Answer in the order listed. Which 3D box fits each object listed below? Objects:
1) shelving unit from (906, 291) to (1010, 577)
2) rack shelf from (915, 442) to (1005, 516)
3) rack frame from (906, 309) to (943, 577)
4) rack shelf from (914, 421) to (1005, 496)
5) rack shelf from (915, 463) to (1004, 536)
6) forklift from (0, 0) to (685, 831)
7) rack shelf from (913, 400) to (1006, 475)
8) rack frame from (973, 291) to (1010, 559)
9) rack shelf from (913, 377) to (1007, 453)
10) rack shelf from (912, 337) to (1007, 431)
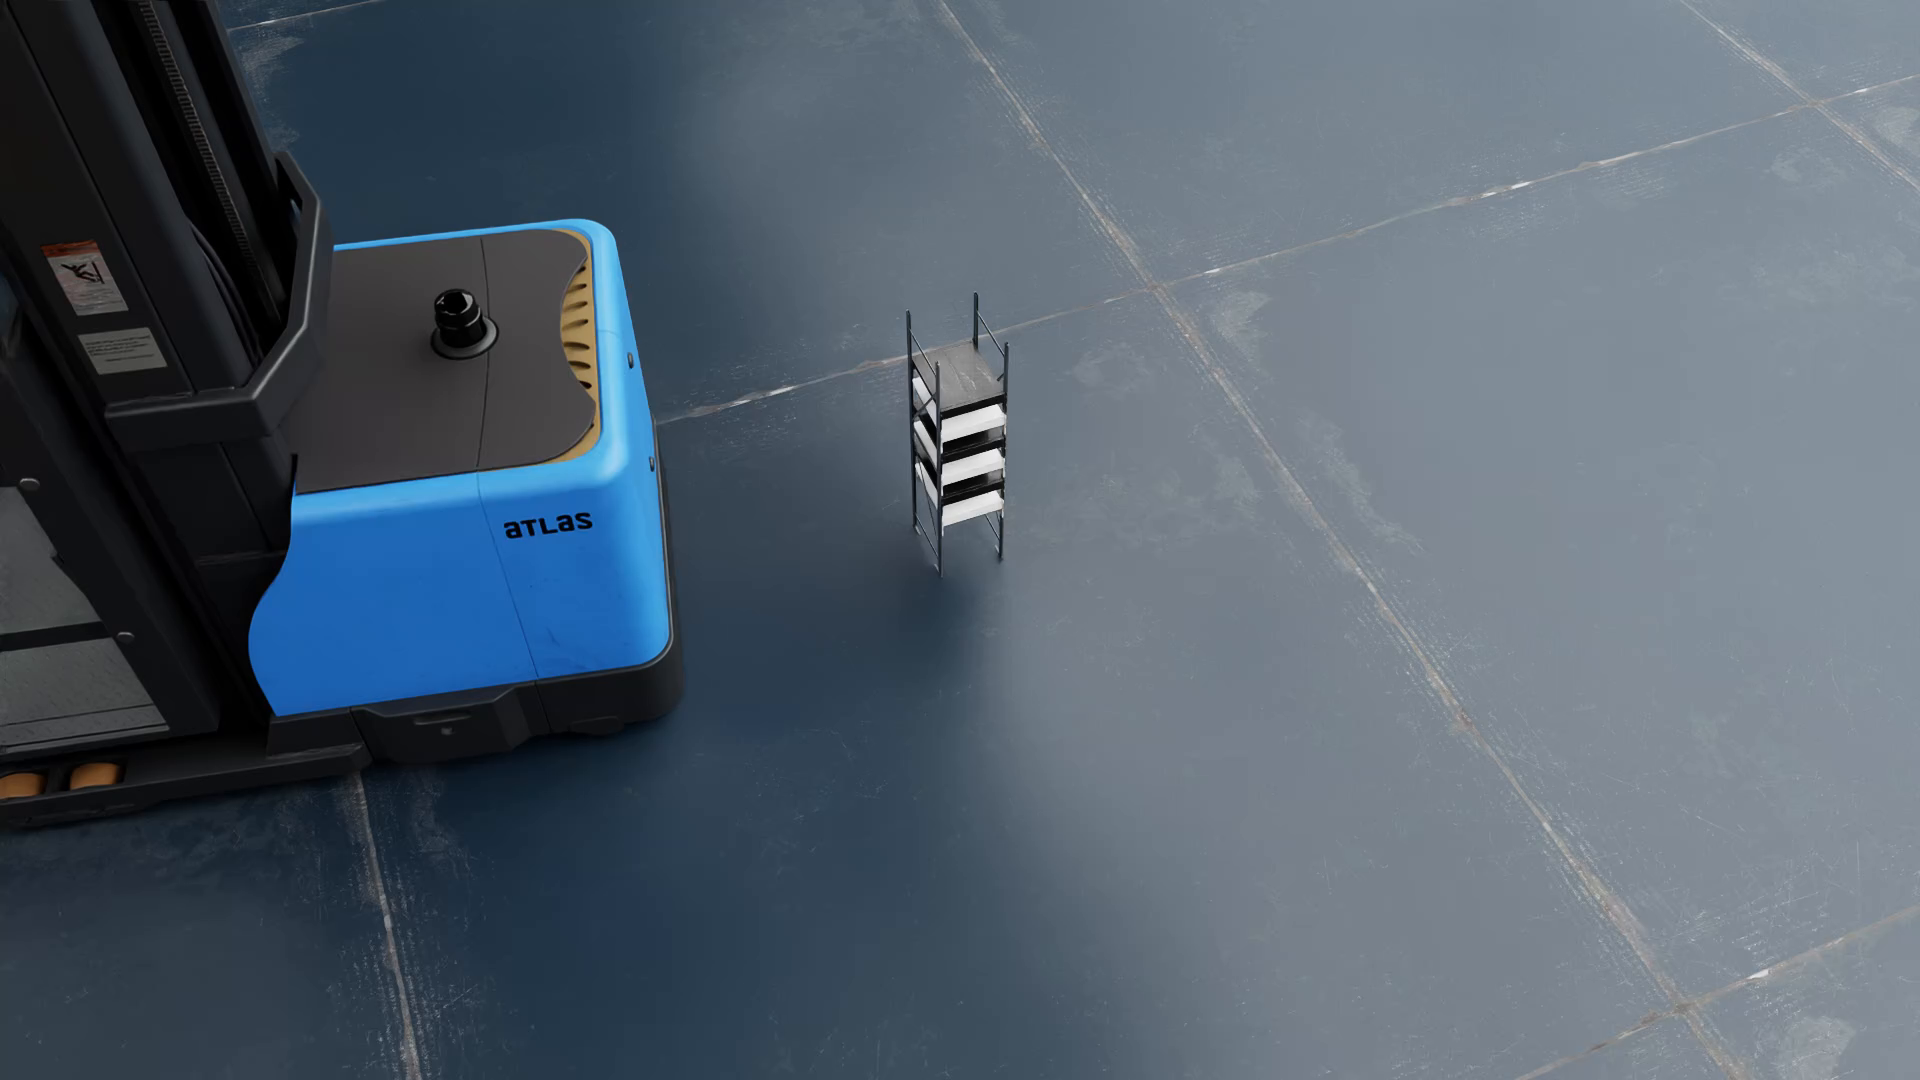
[{"bbox_3d":[-0.008,-0.291,4.907,0.210,0.900,0.258,-17,52,-14],"label":"shelving unit"},{"bbox_3d":[-0.008,-0.211,5.000,0.200,0.077,0.258,-17,52,-14],"label":"rack shelf"},{"bbox_3d":[-0.102,-0.262,4.882,0.006,0.900,0.240,-17,52,-14],"label":"rack frame"},{"bbox_3d":[-0.008,-0.269,4.932,0.200,0.077,0.258,-17,52,-14],"label":"rack shelf"},{"bbox_3d":[-0.008,-0.152,5.068,0.200,0.077,0.258,-17,52,-14],"label":"rack shelf"},{"bbox_3d":[-2.360,-0.602,3.835,3.031,2.935,1.130,-8,50,-7],"label":"forklift"},{"bbox_3d":[-0.008,-0.328,4.864,0.200,0.077,0.258,-17,52,-14],"label":"rack shelf"},{"bbox_3d":[0.087,-0.320,4.932,0.006,0.900,0.240,-17,52,-14],"label":"rack frame"},{"bbox_3d":[-0.008,-0.386,4.795,0.200,0.077,0.258,-17,52,-14],"label":"rack shelf"},{"bbox_3d":[-0.008,-0.445,4.727,0.200,0.077,0.258,-17,52,-14],"label":"rack shelf"}]
